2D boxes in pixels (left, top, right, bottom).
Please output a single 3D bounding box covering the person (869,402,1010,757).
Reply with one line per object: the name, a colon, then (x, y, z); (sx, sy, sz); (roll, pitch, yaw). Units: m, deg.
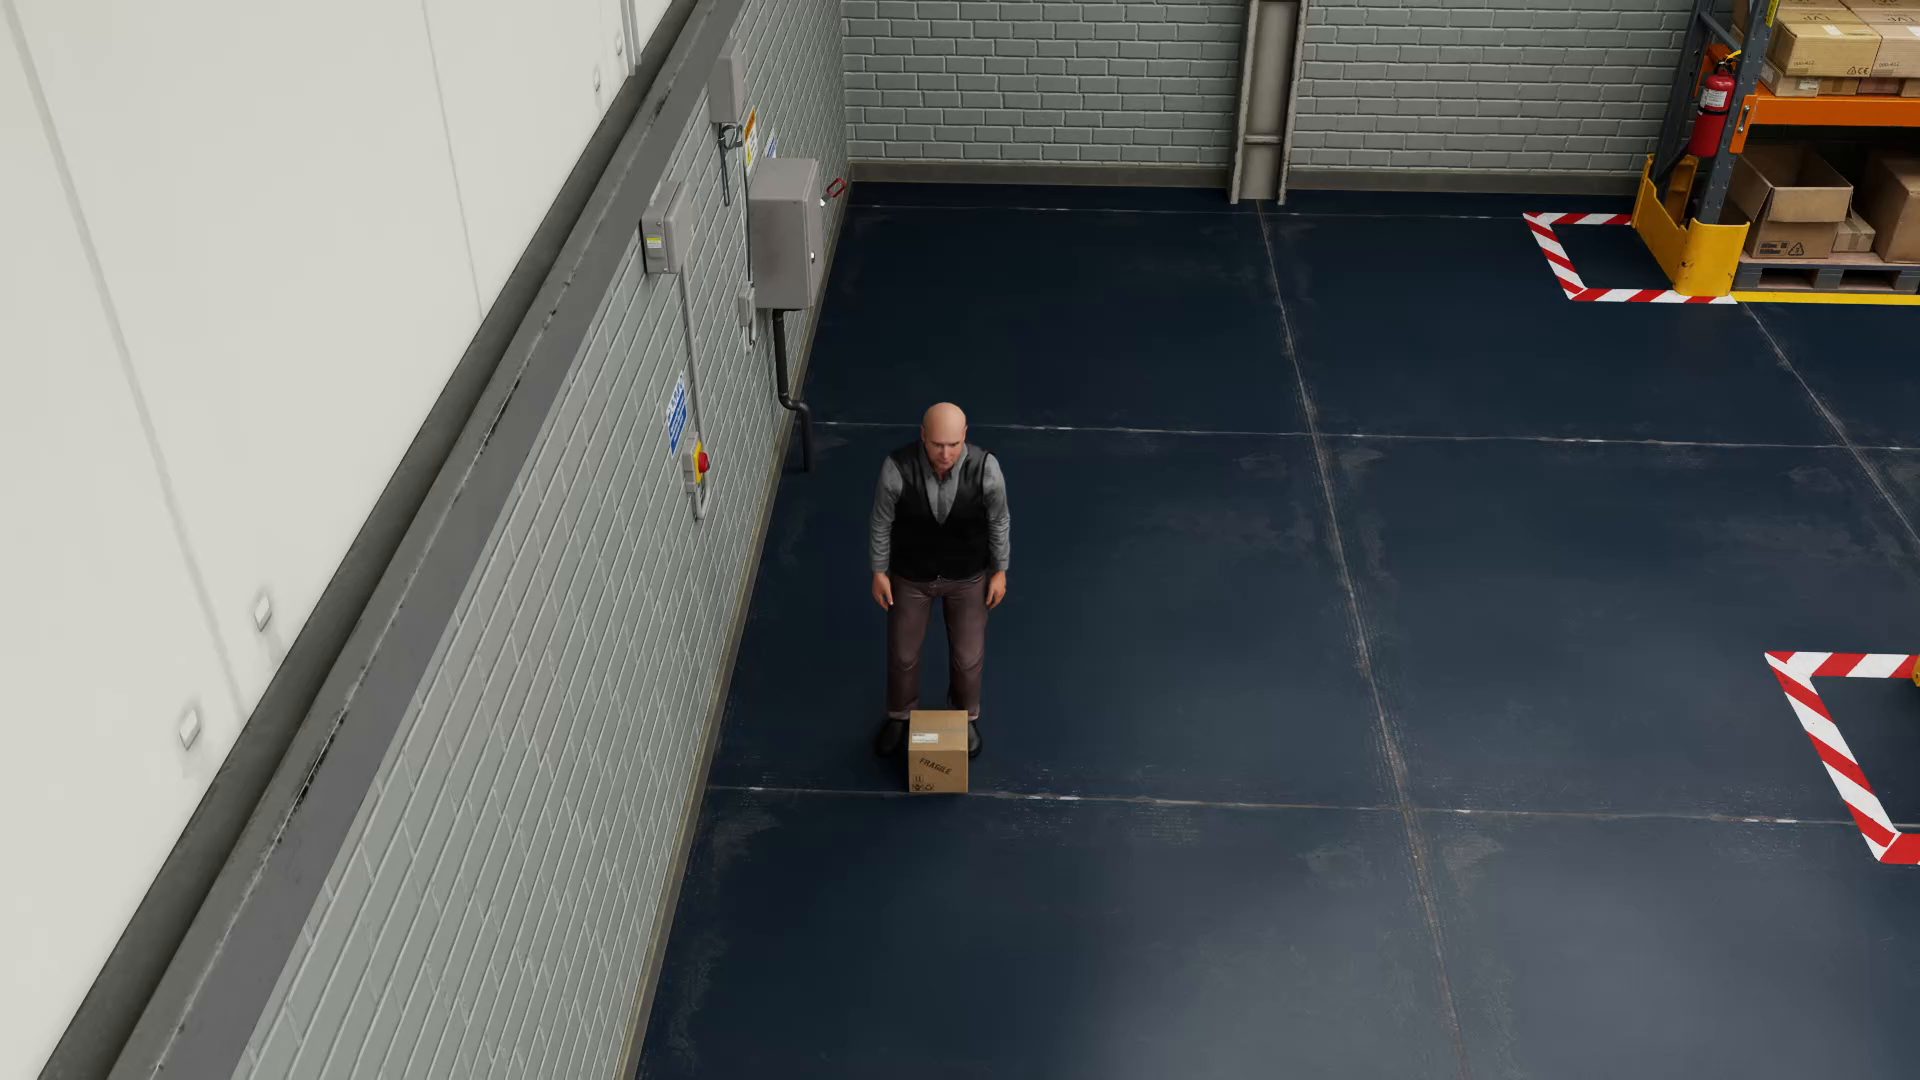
person: (-0.086, 0.144, 6.937); (0.586, 1.720, 0.423); (-1, 35, -1)
